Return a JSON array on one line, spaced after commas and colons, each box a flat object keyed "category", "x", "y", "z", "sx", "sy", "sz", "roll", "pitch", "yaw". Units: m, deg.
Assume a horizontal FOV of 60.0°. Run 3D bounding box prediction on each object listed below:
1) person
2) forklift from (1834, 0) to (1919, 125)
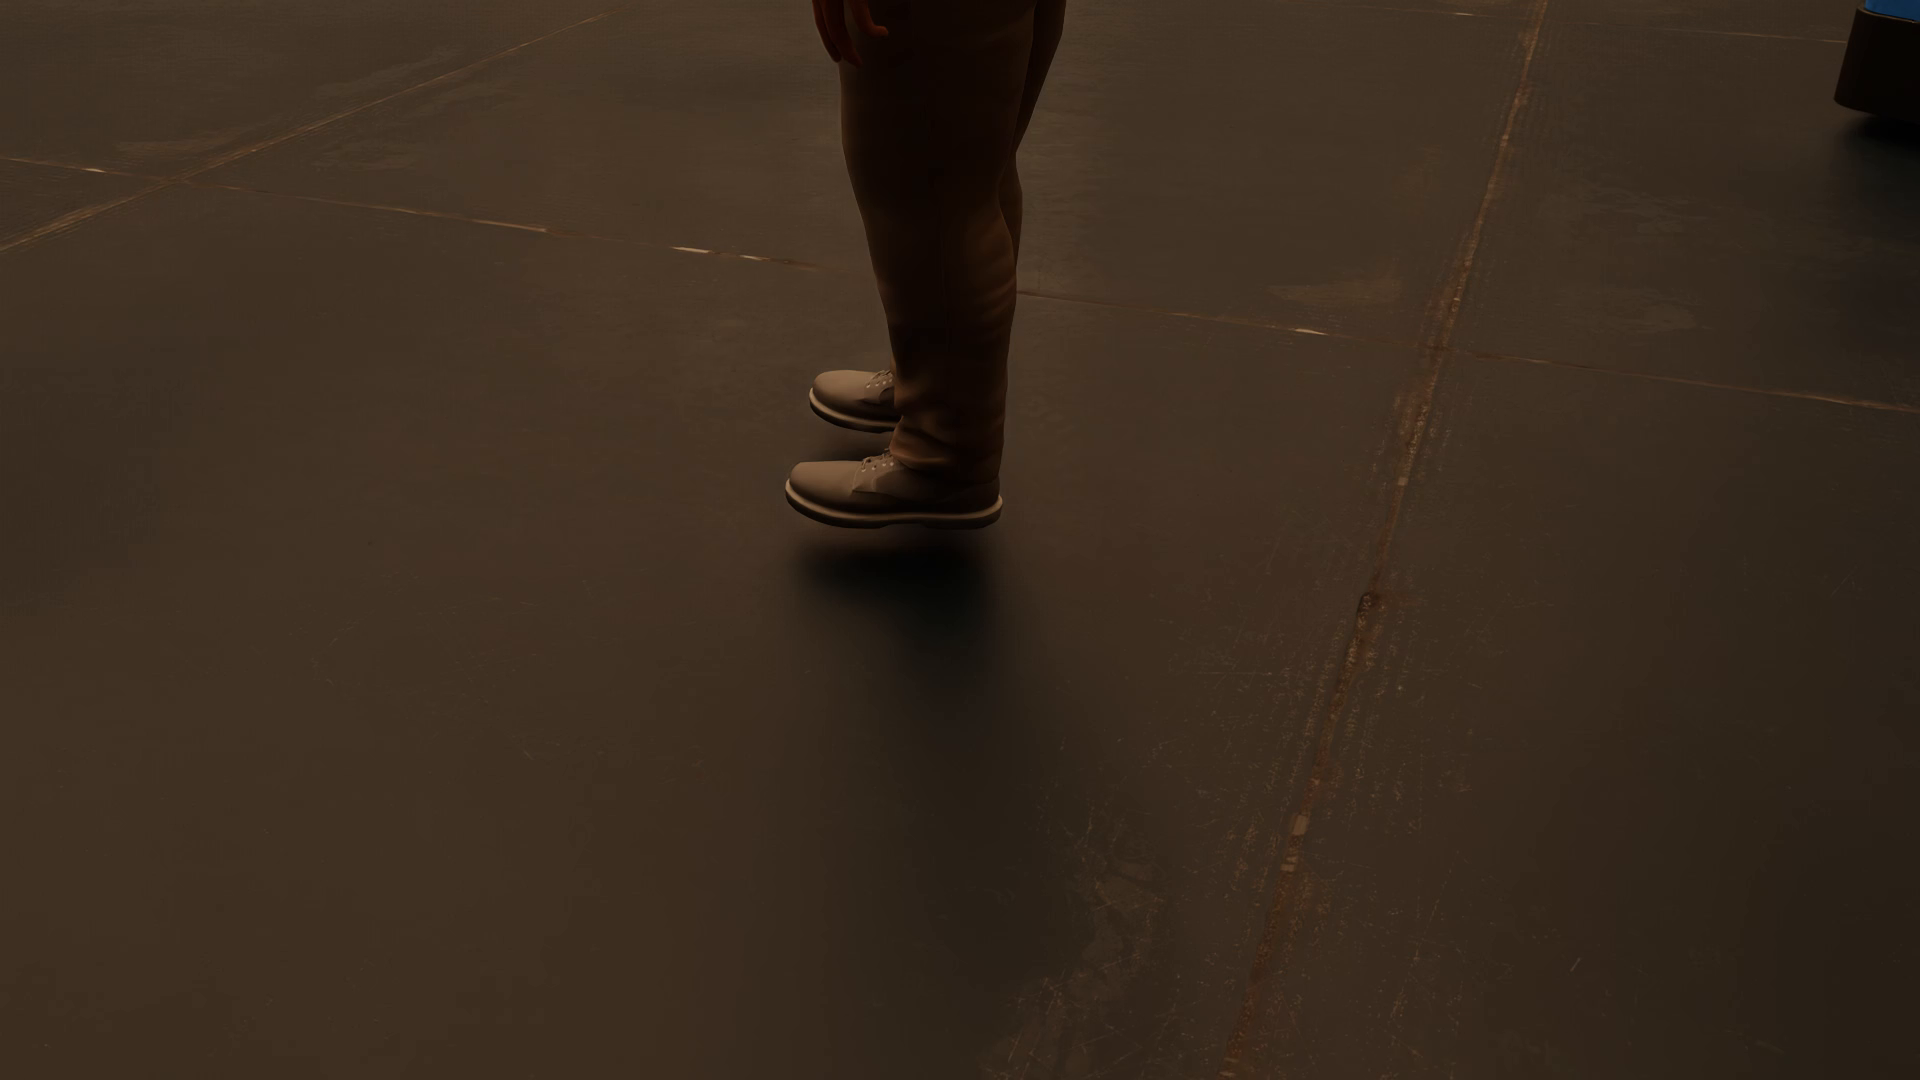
[{"category": "person", "x": -0.080, "y": -0.814, "z": 2.088, "sx": 0.551, "sy": 1.727, "sz": 0.640, "roll": 10, "pitch": 31, "yaw": 18}, {"category": "forklift", "x": 3.816, "y": -2.585, "z": 4.089, "sx": 3.031, "sy": 2.935, "sz": 1.130, "roll": -19, "pitch": 35, "yaw": -30}]
